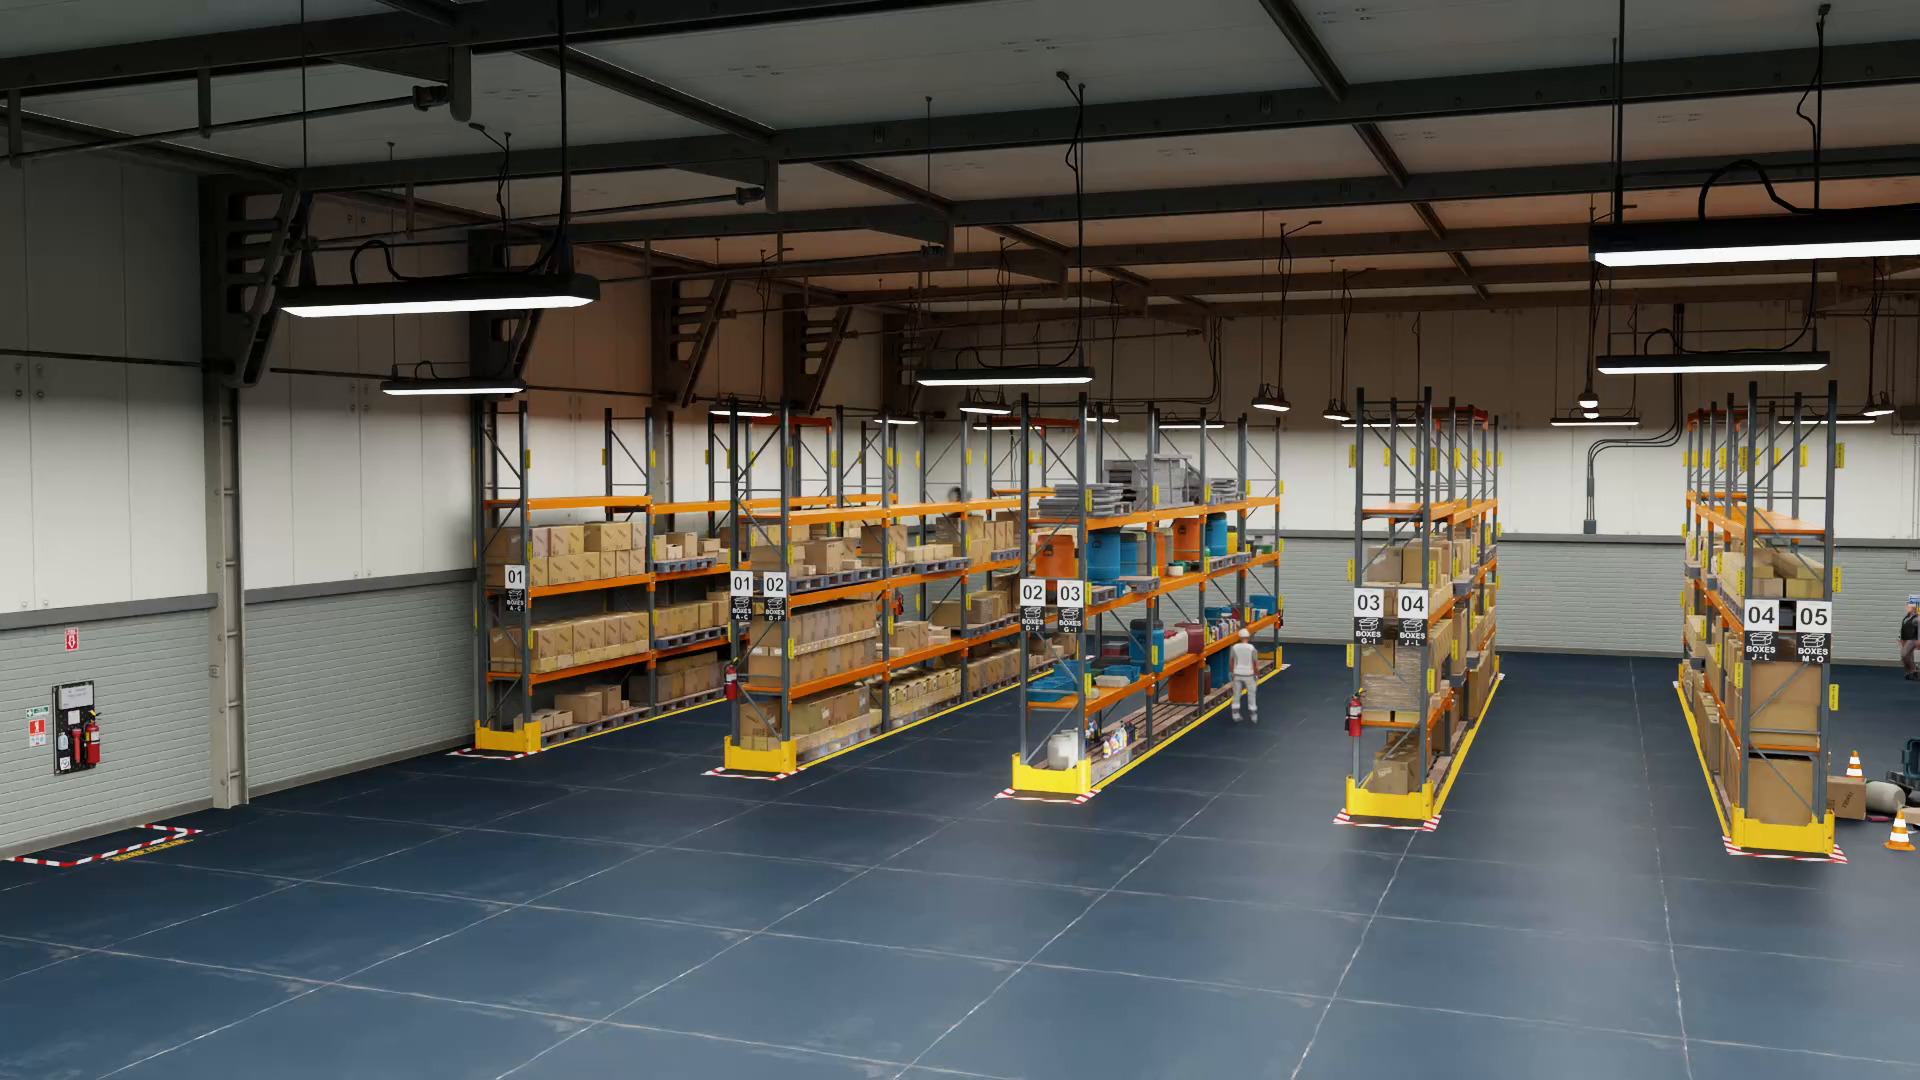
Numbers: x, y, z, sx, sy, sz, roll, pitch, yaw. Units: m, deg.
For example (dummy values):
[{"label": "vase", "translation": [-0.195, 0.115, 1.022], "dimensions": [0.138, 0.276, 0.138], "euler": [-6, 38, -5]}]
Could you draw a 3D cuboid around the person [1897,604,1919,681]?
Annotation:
[{"label": "person", "translation": [21.464, 2.305, 37.614], "dimensions": [0.512, 1.742, 0.533], "euler": [0, 3, -1]}]

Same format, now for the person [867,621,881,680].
[{"label": "person", "translation": [-1.854, 2.370, 36.820], "dimensions": [0.576, 1.700, 0.506], "euler": [1, 3, 21]}]

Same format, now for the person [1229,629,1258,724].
[{"label": "person", "translation": [5.400, 2.575, 31.565], "dimensions": [0.590, 1.794, 0.474], "euler": [2, 3, 33]}]
